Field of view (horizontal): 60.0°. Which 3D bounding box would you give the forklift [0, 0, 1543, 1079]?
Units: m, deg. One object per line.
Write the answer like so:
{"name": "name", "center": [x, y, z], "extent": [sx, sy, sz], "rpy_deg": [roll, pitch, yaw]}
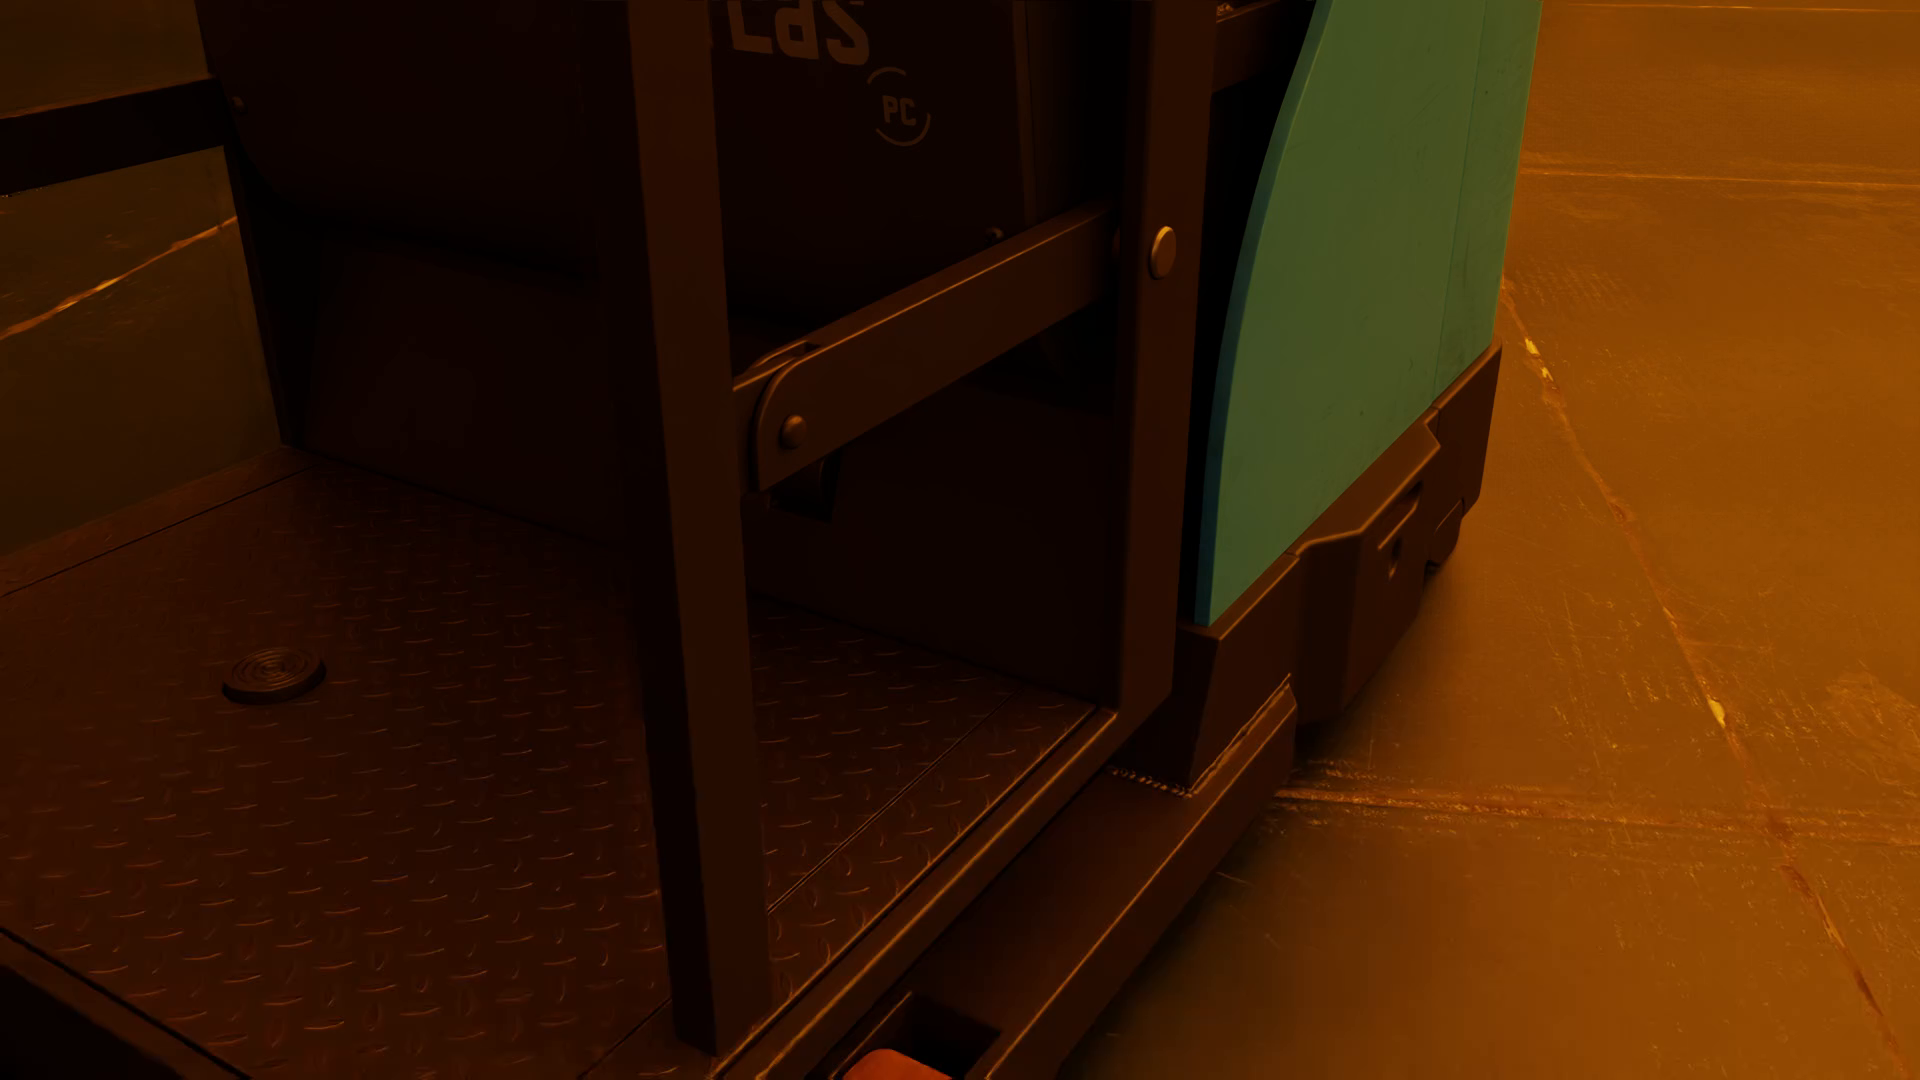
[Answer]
{"name": "forklift", "center": [-0.431, -0.896, 1.012], "extent": [1.130, 2.935, 3.031], "rpy_deg": [16, 30, 28]}
